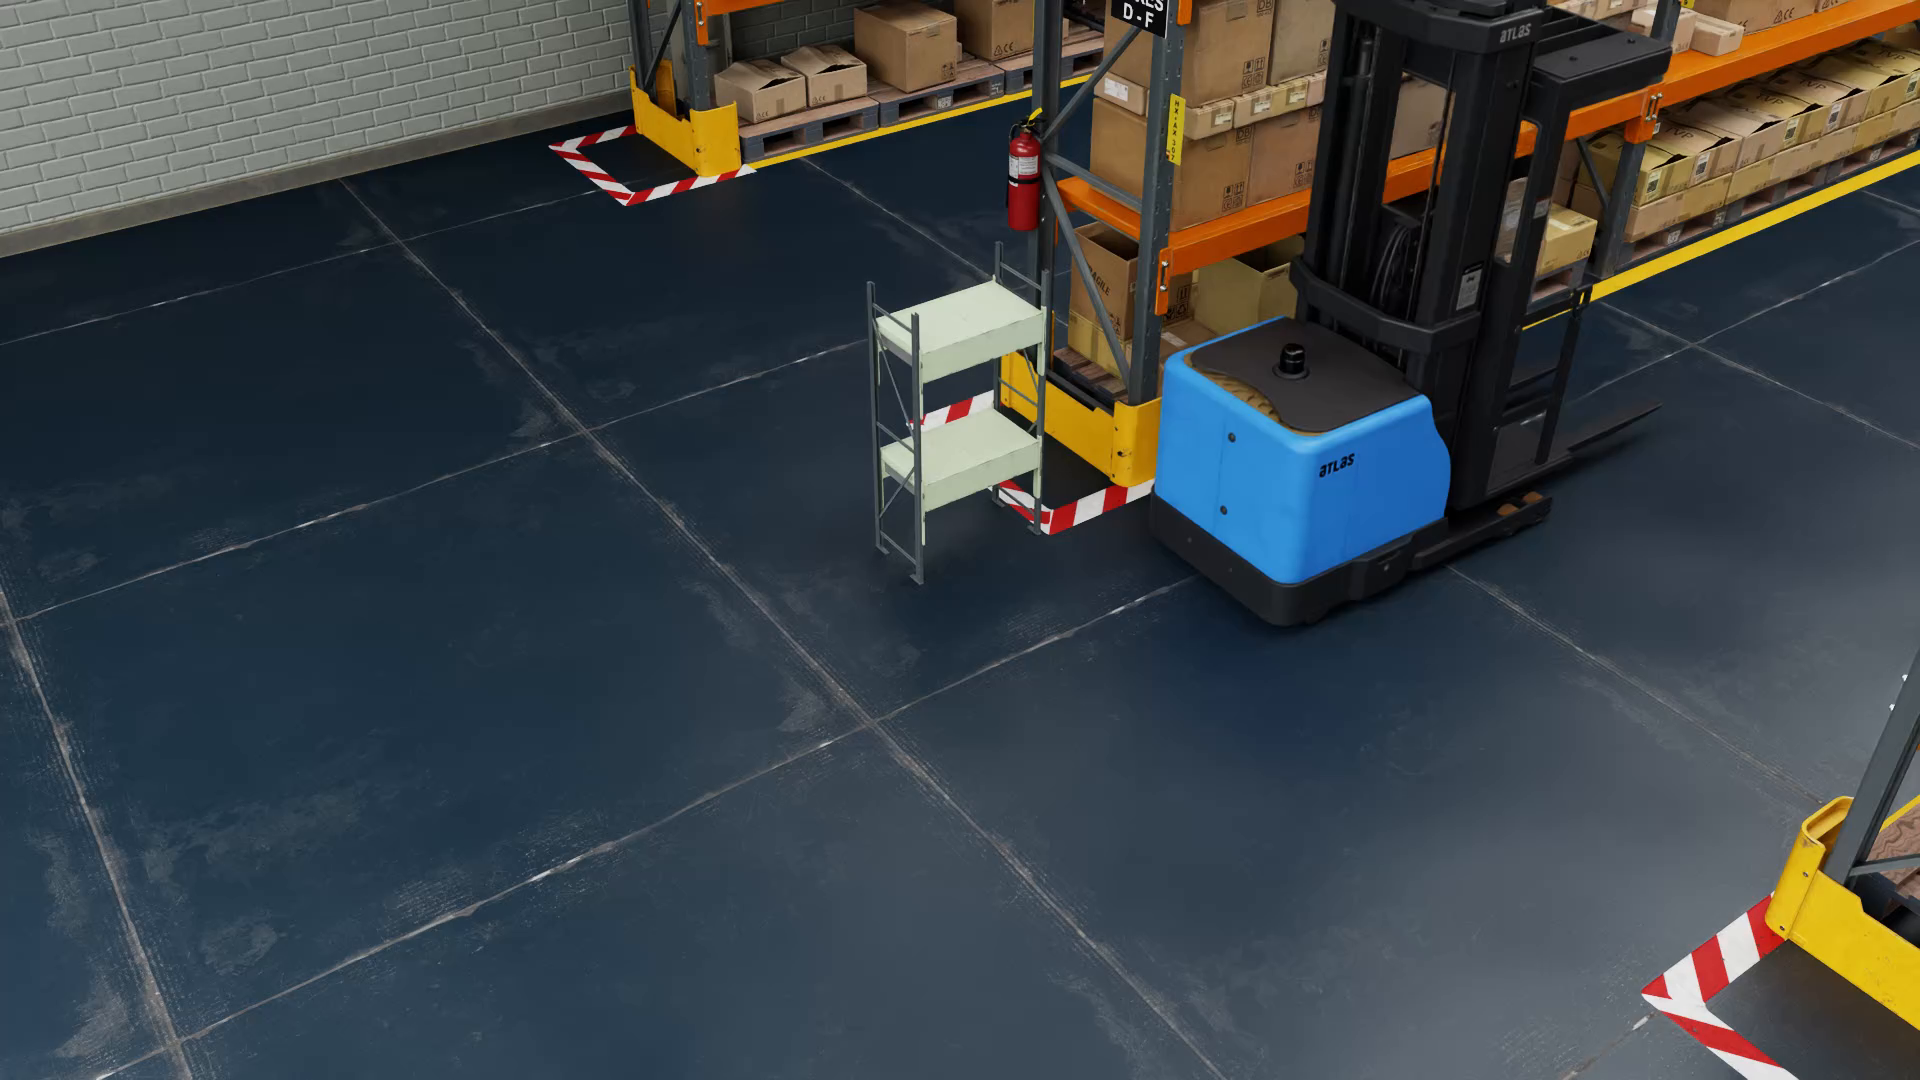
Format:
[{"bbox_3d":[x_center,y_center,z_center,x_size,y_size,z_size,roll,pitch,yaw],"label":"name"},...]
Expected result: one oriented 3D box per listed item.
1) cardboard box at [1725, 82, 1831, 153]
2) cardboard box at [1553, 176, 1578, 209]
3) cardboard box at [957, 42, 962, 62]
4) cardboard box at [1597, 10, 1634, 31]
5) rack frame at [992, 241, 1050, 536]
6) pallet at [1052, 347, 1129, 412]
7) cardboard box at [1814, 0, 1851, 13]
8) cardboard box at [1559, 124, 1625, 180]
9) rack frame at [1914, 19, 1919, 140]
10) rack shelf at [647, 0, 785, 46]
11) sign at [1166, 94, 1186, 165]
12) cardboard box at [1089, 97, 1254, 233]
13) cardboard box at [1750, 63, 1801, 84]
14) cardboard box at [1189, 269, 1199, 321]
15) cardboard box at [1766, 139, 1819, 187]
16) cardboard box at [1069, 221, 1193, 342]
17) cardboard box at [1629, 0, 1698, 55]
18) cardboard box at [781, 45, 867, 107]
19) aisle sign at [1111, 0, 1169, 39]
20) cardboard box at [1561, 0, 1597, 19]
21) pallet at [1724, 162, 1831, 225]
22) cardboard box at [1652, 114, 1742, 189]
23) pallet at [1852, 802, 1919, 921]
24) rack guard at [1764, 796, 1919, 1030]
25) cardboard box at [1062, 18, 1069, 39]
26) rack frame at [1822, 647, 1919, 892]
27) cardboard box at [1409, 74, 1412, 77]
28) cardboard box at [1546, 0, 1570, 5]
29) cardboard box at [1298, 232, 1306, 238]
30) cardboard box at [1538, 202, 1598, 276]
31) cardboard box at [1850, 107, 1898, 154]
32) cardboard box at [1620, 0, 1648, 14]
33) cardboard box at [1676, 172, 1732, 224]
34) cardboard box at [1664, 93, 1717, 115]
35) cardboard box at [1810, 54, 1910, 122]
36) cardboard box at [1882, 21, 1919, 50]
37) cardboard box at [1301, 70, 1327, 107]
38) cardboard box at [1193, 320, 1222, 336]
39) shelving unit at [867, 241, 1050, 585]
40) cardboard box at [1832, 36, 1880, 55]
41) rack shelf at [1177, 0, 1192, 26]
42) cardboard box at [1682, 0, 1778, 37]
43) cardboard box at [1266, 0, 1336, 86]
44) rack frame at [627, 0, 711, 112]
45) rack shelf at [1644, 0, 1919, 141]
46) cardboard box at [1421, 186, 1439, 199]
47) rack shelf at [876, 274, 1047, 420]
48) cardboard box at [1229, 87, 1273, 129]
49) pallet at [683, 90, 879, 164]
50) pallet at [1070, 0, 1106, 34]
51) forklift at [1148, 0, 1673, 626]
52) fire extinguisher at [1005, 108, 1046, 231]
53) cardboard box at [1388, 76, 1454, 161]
[{"bbox_3d":[5.716,-2.996,11.675,0.500,0.311,0.500,-21,41,-27],"label":"cardboard box"},{"bbox_3d":[4.150,-2.508,11.477,0.500,0.250,0.500,-23,42,-28],"label":"cardboard box"},{"bbox_3d":[-0.197,-4.032,13.665,0.250,0.149,0.380,-26,43,-31],"label":"cardboard box"},{"bbox_3d":[3.619,-3.064,10.169,0.500,0.500,0.700,-24,42,-29],"label":"cardboard box"},{"bbox_3d":[0.294,-0.730,8.293,0.023,1.500,0.400,-22,41,-28],"label":"rack frame"},{"bbox_3d":[1.310,-0.976,9.739,1.213,0.211,1.003,-22,41,-28],"label":"pallet"},{"bbox_3d":[5.886,-3.990,11.456,0.500,0.500,0.500,-25,42,-30],"label":"cardboard box"},{"bbox_3d":[4.144,-2.731,11.306,0.500,0.311,0.500,-22,41,-28],"label":"cardboard box"},{"bbox_3d":[7.248,-4.521,12.281,0.127,3.000,1.000,-22,41,-28],"label":"rack frame"},{"bbox_3d":[-0.513,-4.574,12.970,4.000,0.370,1.077,-22,41,-28],"label":"rack shelf"},{"bbox_3d":[1.024,-1.947,7.893,0.005,0.325,0.100,-22,41,-28],"label":"sign"},{"bbox_3d":[1.098,-2.022,8.720,0.500,0.500,0.700,-22,41,-28],"label":"cardboard box"},{"bbox_3d":[5.808,-3.416,12.259,0.500,0.311,0.500,-24,42,-29],"label":"cardboard box"},{"bbox_3d":[1.379,-1.380,9.908,0.500,0.250,0.500,-22,41,-28],"label":"cardboard box"},{"bbox_3d":[5.707,-2.765,11.834,0.500,0.250,0.500,-22,41,-27],"label":"cardboard box"},{"bbox_3d":[0.976,-1.512,9.449,0.500,0.500,0.500,-22,41,-28],"label":"cardboard box"},{"bbox_3d":[4.356,-3.302,10.713,0.500,0.250,0.500,-20,40,-25],"label":"cardboard box"},{"bbox_3d":[-1.065,-3.662,13.012,0.500,0.311,0.500,-19,40,-24],"label":"cardboard box"},{"bbox_3d":[0.831,-2.718,7.547,0.004,0.787,0.394,-22,41,-28],"label":"aisle sign"},{"bbox_3d":[3.464,-3.115,9.684,0.250,0.149,0.380,-24,42,-29],"label":"cardboard box"},{"bbox_3d":[5.556,-2.723,12.169,1.213,0.211,1.003,-22,41,-28],"label":"pallet"},{"bbox_3d":[4.872,-2.644,11.185,0.500,0.311,0.500,-23,42,-28],"label":"cardboard box"},{"bbox_3d":[4.261,1.348,6.508,1.213,0.211,1.003,-22,41,-28],"label":"pallet"},{"bbox_3d":[3.594,1.502,6.047,0.348,0.500,1.175,-22,41,-28],"label":"rack guard"},{"bbox_3d":[0.702,-4.373,14.124,0.250,0.166,0.380,-28,44,-33],"label":"cardboard box"},{"bbox_3d":[3.559,0.535,5.251,0.127,3.000,1.000,-22,41,-28],"label":"rack frame"},{"bbox_3d":[2.410,-2.680,9.080,0.250,0.149,0.380,-22,41,-27],"label":"cardboard box"},{"bbox_3d":[3.207,-3.420,9.553,0.500,0.500,0.700,-22,41,-28],"label":"cardboard box"},{"bbox_3d":[2.084,-1.607,9.582,0.500,0.500,0.500,-22,41,-28],"label":"cardboard box"},{"bbox_3d":[3.725,-1.970,10.729,0.500,0.250,0.500,-22,41,-28],"label":"cardboard box"},{"bbox_3d":[6.539,-3.107,12.310,0.500,0.250,0.500,-23,42,-28],"label":"cardboard box"},{"bbox_3d":[3.879,-3.286,9.922,0.250,0.149,0.380,-22,41,-28],"label":"cardboard box"},{"bbox_3d":[4.869,-2.419,11.353,0.500,0.250,0.500,-21,41,-27],"label":"cardboard box"},{"bbox_3d":[4.975,-3.076,11.786,0.500,0.311,0.500,-22,41,-28],"label":"cardboard box"},{"bbox_3d":[6.541,-3.332,12.142,0.500,0.311,0.500,-23,42,-29],"label":"cardboard box"},{"bbox_3d":[7.877,-4.112,13.476,0.500,0.500,0.500,-21,41,-26],"label":"cardboard box"},{"bbox_3d":[1.780,-2.421,8.719,0.250,0.149,0.380,-23,42,-29],"label":"cardboard box"},{"bbox_3d":[1.682,-1.129,9.559,0.500,0.250,0.500,-22,41,-28],"label":"cardboard box"},{"bbox_3d":[-0.005,-0.607,8.122,0.755,1.500,0.431,-22,41,-28],"label":"shelving unit"},{"bbox_3d":[6.651,-3.767,12.747,0.500,0.311,0.500,-21,41,-26],"label":"cardboard box"},{"bbox_3d":[2.344,-3.429,8.809,4.000,0.370,1.077,-22,41,-28],"label":"rack shelf"},{"bbox_3d":[5.046,-3.644,10.976,0.500,0.500,0.500,-19,40,-25],"label":"cardboard box"},{"bbox_3d":[1.568,-2.746,8.616,0.500,0.500,0.700,-24,42,-29],"label":"cardboard box"},{"bbox_3d":[-2.148,-4.194,11.825,0.127,3.000,1.000,-22,41,-28],"label":"rack frame"},{"bbox_3d":[5.613,-3.557,11.556,4.000,0.370,1.077,-22,41,-28],"label":"rack shelf"},{"bbox_3d":[2.903,-1.942,10.047,0.500,0.500,0.500,-22,41,-28],"label":"cardboard box"},{"bbox_3d":[-0.005,-0.923,7.894,0.720,0.370,0.431,-22,41,-28],"label":"rack shelf"},{"bbox_3d":[1.368,-2.254,8.487,0.250,0.149,0.380,-24,42,-29],"label":"cardboard box"},{"bbox_3d":[-1.401,-3.343,13.031,1.213,0.211,1.003,-22,41,-28],"label":"pallet"},{"bbox_3d":[1.757,-4.669,14.875,1.213,0.211,1.003,-22,41,-28],"label":"pallet"},{"bbox_3d":[2.471,-1.445,8.062,3.031,2.935,1.130,-21,41,-27],"label":"forklift"},{"bbox_3d":[0.345,-1.981,8.815,0.183,0.674,0.296,-22,41,-28],"label":"fire extinguisher"},{"bbox_3d":[2.362,-2.544,9.446,0.500,0.500,0.700,-21,41,-27],"label":"cardboard box"}]
